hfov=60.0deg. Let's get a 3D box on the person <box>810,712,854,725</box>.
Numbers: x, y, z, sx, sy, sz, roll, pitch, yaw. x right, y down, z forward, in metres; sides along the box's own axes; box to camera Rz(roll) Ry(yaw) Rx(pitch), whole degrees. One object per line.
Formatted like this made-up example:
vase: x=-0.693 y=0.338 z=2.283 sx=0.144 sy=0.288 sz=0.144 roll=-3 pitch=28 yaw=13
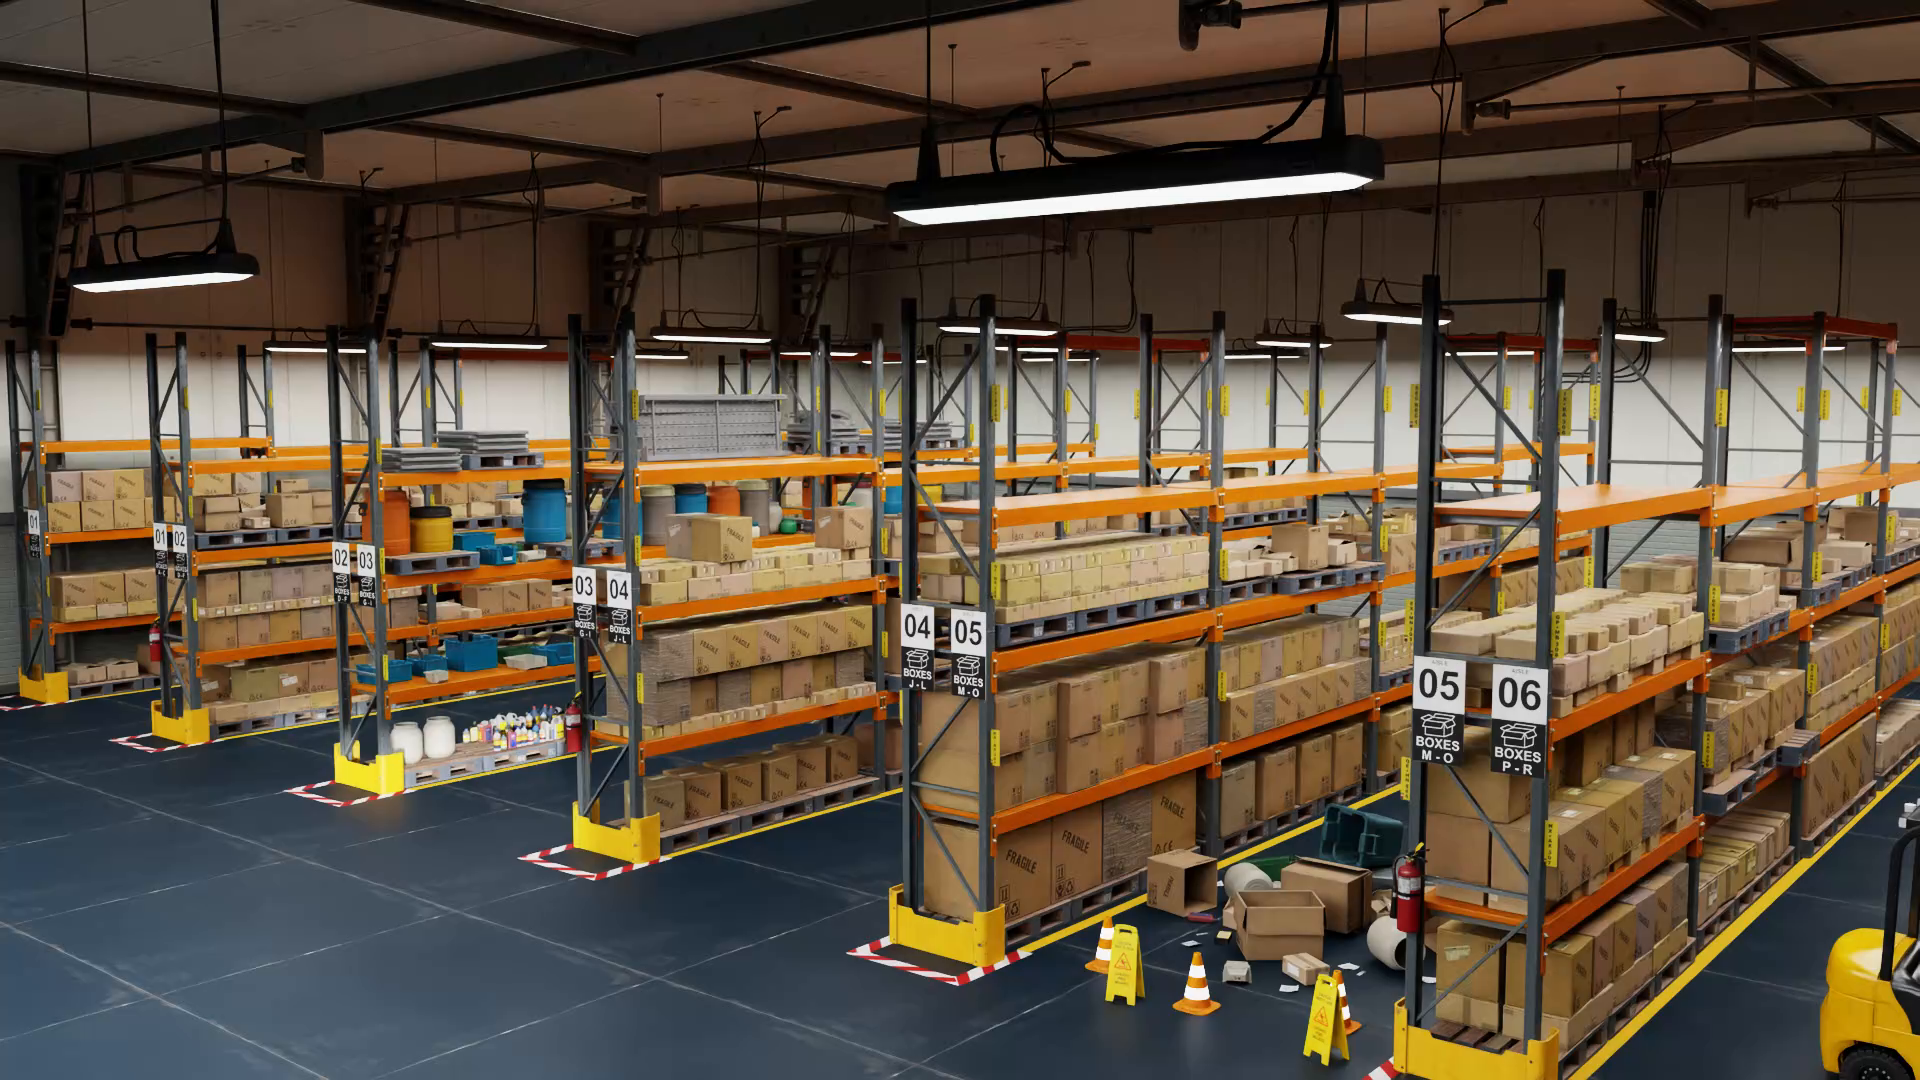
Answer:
person: x=-1.873 y=1.999 z=24.512 sx=0.470 sy=1.423 sz=1.012 roll=4 pitch=7 yaw=39
